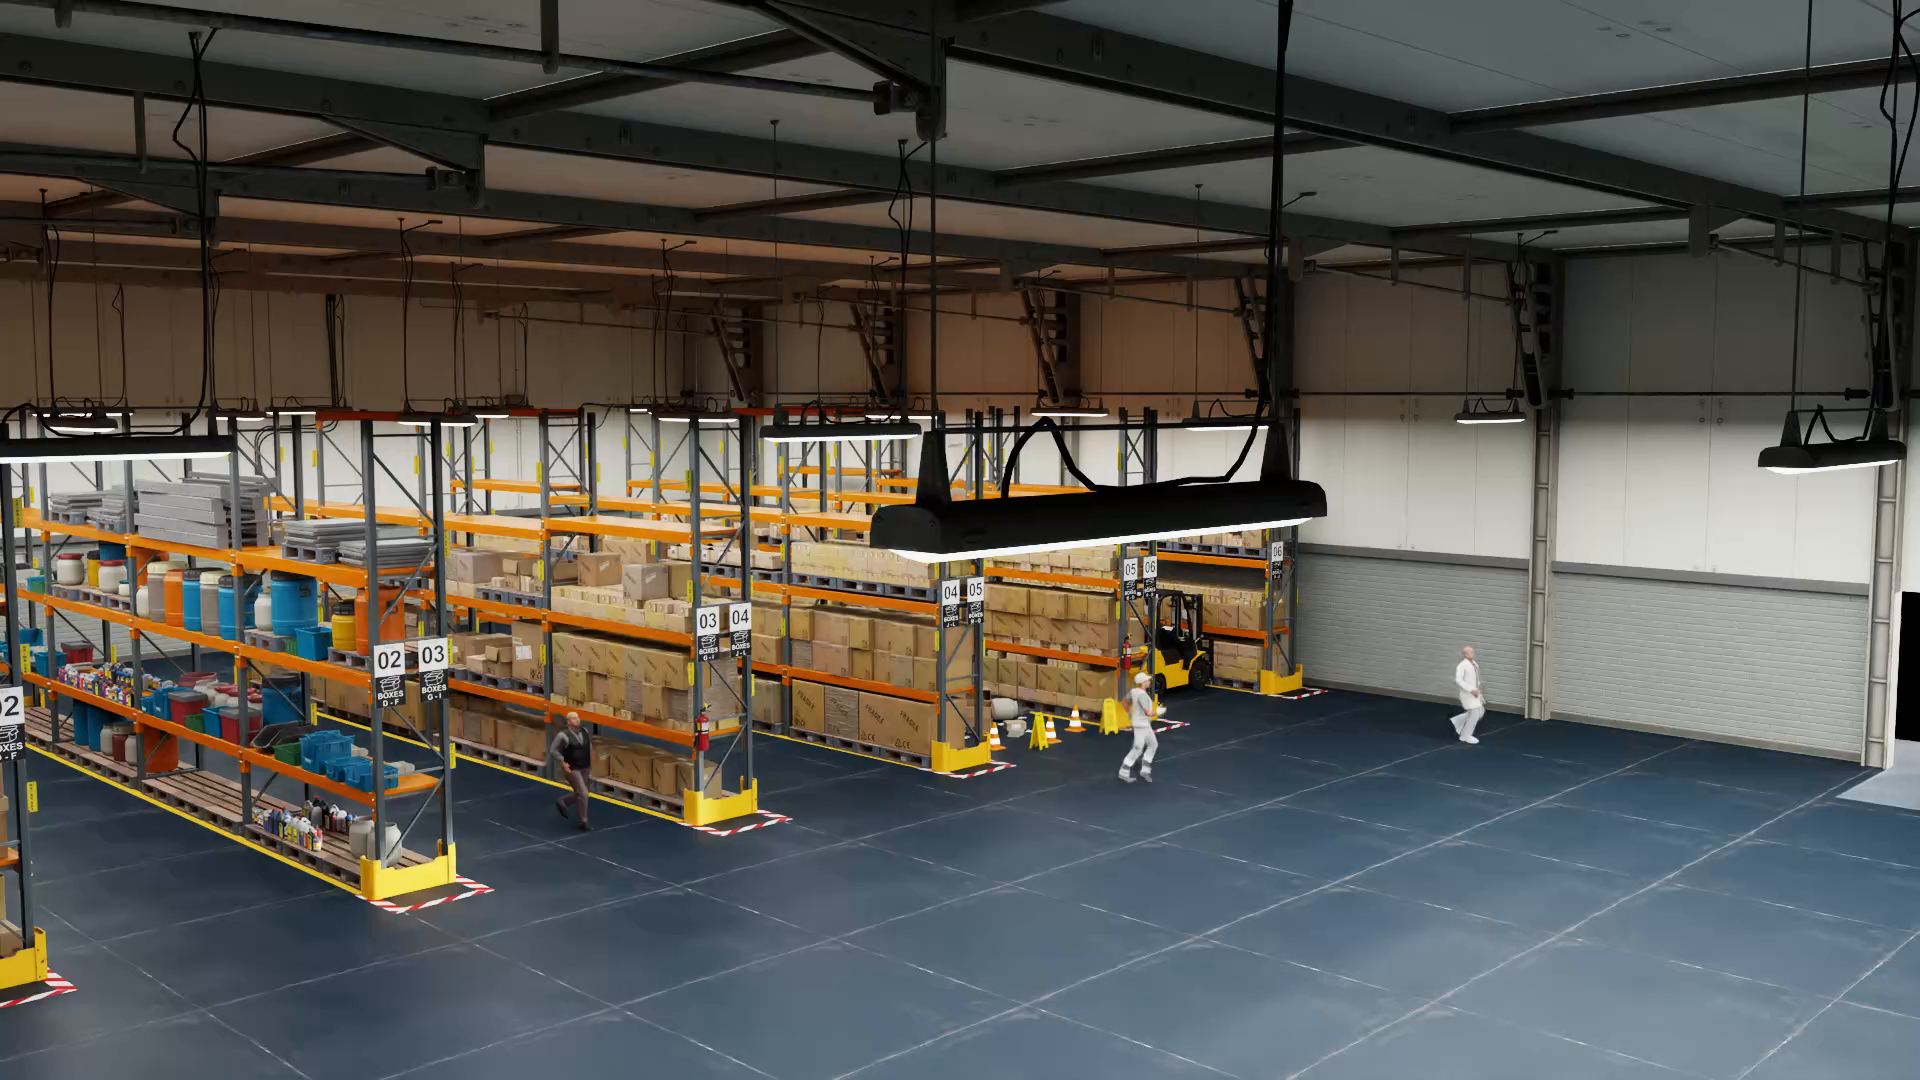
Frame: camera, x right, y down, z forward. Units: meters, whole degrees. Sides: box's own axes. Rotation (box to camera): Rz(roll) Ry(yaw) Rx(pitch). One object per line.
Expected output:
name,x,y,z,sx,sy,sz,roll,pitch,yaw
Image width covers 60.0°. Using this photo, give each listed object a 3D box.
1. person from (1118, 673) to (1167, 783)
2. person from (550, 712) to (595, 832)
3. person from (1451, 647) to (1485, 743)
person,2.942,3.060,26.882,0.776,1.851,0.665,0,5,1
person,-5.616,3.346,24.221,0.800,1.719,0.656,4,6,35
person,9.220,2.797,30.201,0.588,1.745,0.705,4,6,39
